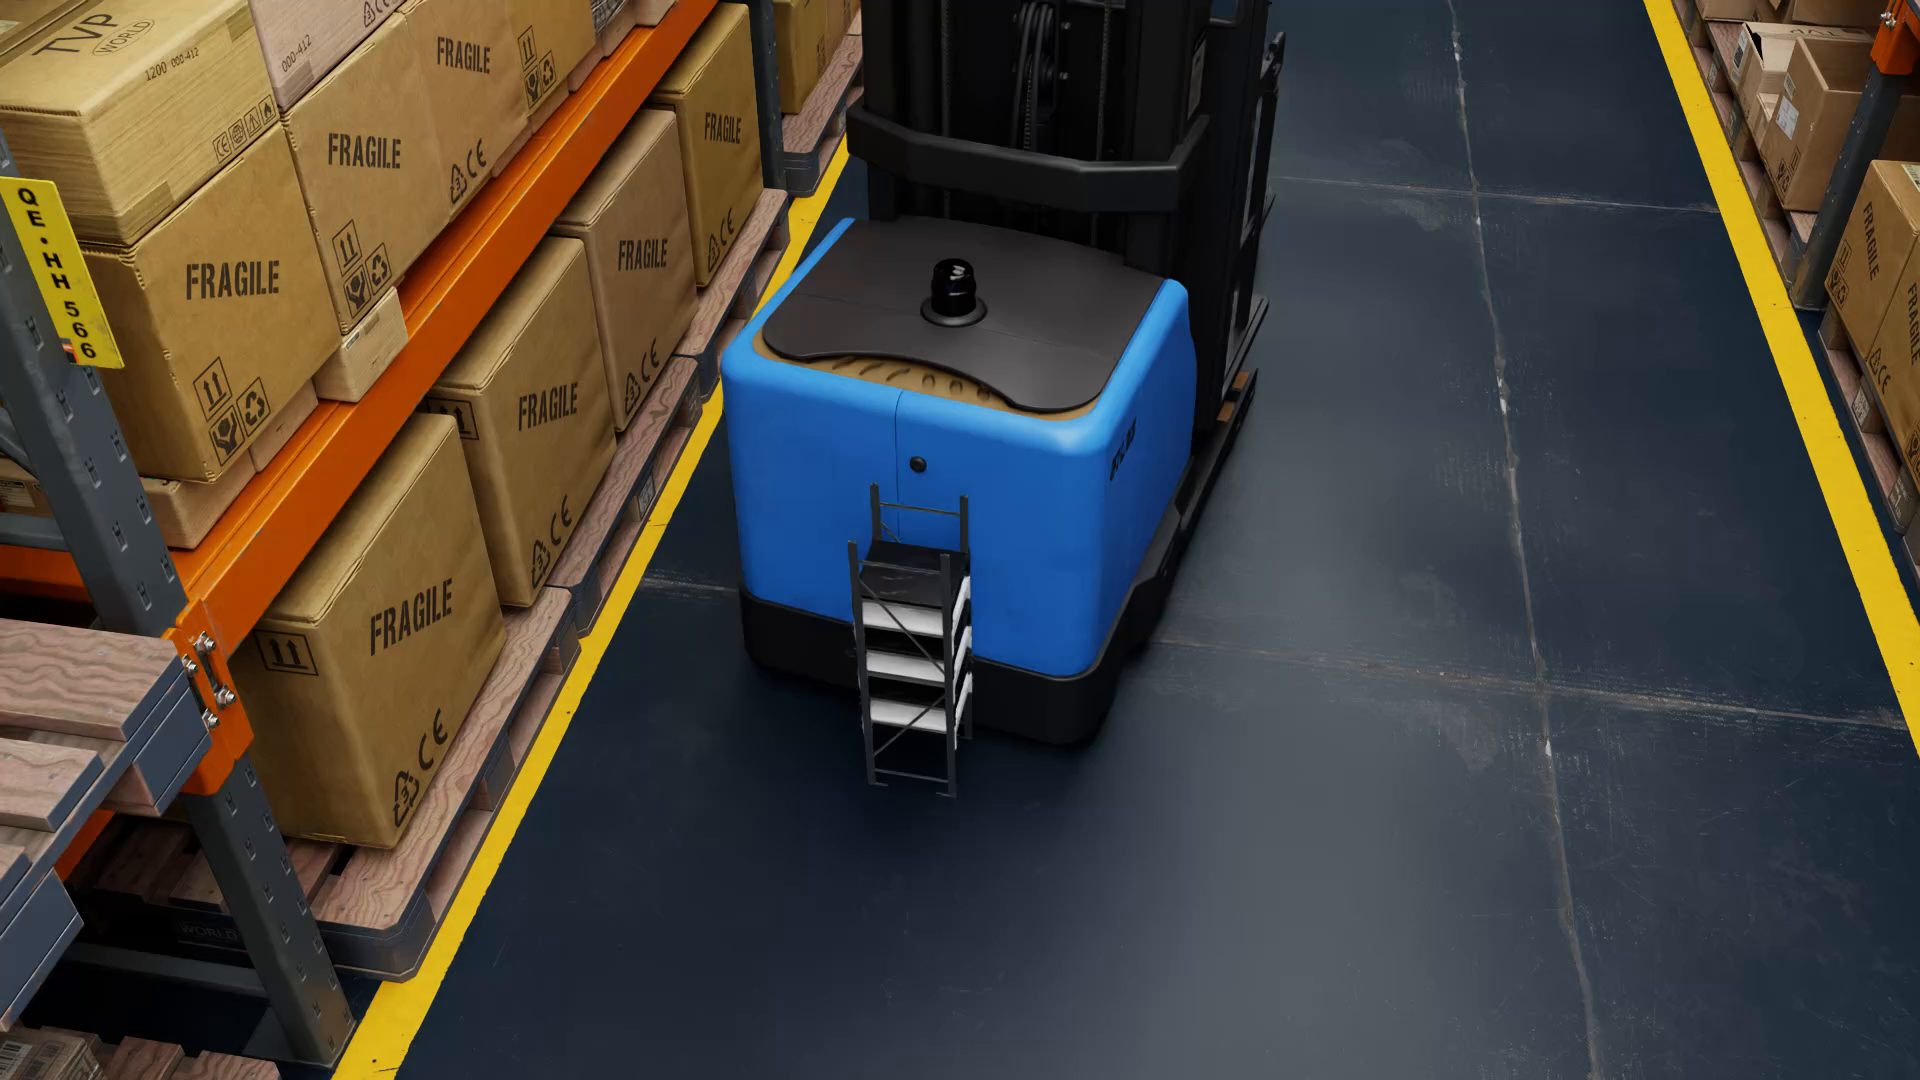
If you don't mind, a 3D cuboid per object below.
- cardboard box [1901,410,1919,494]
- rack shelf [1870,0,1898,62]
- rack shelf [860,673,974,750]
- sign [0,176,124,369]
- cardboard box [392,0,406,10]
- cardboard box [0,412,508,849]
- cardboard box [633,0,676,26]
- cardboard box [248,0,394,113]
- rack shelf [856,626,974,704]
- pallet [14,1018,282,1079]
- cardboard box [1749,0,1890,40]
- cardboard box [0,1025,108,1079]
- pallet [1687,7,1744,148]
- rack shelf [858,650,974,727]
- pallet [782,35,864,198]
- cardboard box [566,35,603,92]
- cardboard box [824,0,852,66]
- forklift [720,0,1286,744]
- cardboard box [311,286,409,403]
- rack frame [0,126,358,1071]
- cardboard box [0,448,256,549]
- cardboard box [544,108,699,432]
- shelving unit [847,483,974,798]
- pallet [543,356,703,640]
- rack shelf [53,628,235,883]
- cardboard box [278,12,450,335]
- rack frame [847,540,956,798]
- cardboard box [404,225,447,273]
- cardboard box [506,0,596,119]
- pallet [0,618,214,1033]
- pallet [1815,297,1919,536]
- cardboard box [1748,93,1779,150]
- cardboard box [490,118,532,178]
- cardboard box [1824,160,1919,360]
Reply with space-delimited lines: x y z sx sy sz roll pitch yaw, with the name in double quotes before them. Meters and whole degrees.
"cardboard box" 3.164 -0.288 4.860 0.500 0.500 0.500 7 40 8
"rack shelf" 4.009 -2.985 7.071 1.077 0.370 4.000 6 40 8
"rack shelf" -0.109 0.428 4.349 0.258 0.077 0.200 8 45 9
"sign" -1.372 -0.402 2.536 0.100 0.325 0.005 6 40 8
"cardboard box" -1.401 -1.399 3.671 0.500 0.250 0.500 7 40 8
"cardboard box" -1.652 0.179 4.037 0.750 0.750 0.750 6 40 7
"cardboard box" -1.093 -1.728 5.167 0.380 0.149 0.250 6 40 8
"cardboard box" -1.484 -1.084 3.291 0.500 0.250 0.500 6 40 7
"rack shelf" -0.112 0.299 4.224 0.258 0.077 0.200 8 45 9
"pallet" -2.045 1.524 3.241 1.003 0.211 1.213 6 40 8
"cardboard box" 3.983 -2.394 7.406 0.797 0.503 0.637 6 40 8
"cardboard box" -1.982 1.211 3.048 0.700 0.500 0.500 7 40 8
"pallet" 3.992 -2.131 7.662 1.003 0.211 1.213 6 40 8
"rack shelf" -0.111 0.363 4.286 0.258 0.077 0.200 8 45 9
"pallet" -1.008 -1.945 7.437 1.003 0.211 1.213 6 40 8
"cardboard box" -1.259 -1.426 4.802 0.380 0.149 0.250 5 40 6
"cardboard box" -0.896 -2.522 7.579 0.700 0.500 0.500 6 40 7
"forklift" 0.385 -1.525 4.794 1.130 2.935 3.031 14 42 16
"cardboard box" -1.442 -0.447 3.618 0.380 0.149 0.250 8 40 9
"rack frame" -1.909 -0.041 2.945 1.000 3.000 0.127 6 40 8
"cardboard box" -1.623 -0.133 3.238 0.380 0.149 0.250 6 40 7
"cardboard box" -1.352 -0.904 5.347 0.750 0.750 0.750 8 40 9
"shelving unit" -0.113 0.274 4.201 0.258 0.900 0.210 8 45 9
"pallet" -1.484 -0.216 5.345 1.003 0.211 1.213 6 40 8
"rack shelf" -2.255 1.492 1.656 1.077 0.370 4.000 6 40 8
"cardboard box" -1.473 -0.806 3.543 0.500 0.500 0.500 8 40 9
"rack frame" -0.135 0.344 4.130 0.240 0.900 0.006 8 45 9
"cardboard box" -1.483 -0.782 4.024 0.380 0.149 0.250 7 40 9
"cardboard box" -1.303 -1.445 4.316 0.500 0.500 0.500 7 40 9
"pallet" -1.927 0.492 2.451 1.213 0.211 1.003 6 40 8
"pallet" 3.560 -0.418 5.590 1.003 0.211 1.213 6 40 8
"cardboard box" 3.488 -1.709 6.855 0.380 0.149 0.250 6 40 8
"cardboard box" -1.369 -1.096 4.404 0.380 0.149 0.250 7 40 8
"cardboard box" 3.340 -0.937 5.645 0.500 0.500 0.500 5 40 6
